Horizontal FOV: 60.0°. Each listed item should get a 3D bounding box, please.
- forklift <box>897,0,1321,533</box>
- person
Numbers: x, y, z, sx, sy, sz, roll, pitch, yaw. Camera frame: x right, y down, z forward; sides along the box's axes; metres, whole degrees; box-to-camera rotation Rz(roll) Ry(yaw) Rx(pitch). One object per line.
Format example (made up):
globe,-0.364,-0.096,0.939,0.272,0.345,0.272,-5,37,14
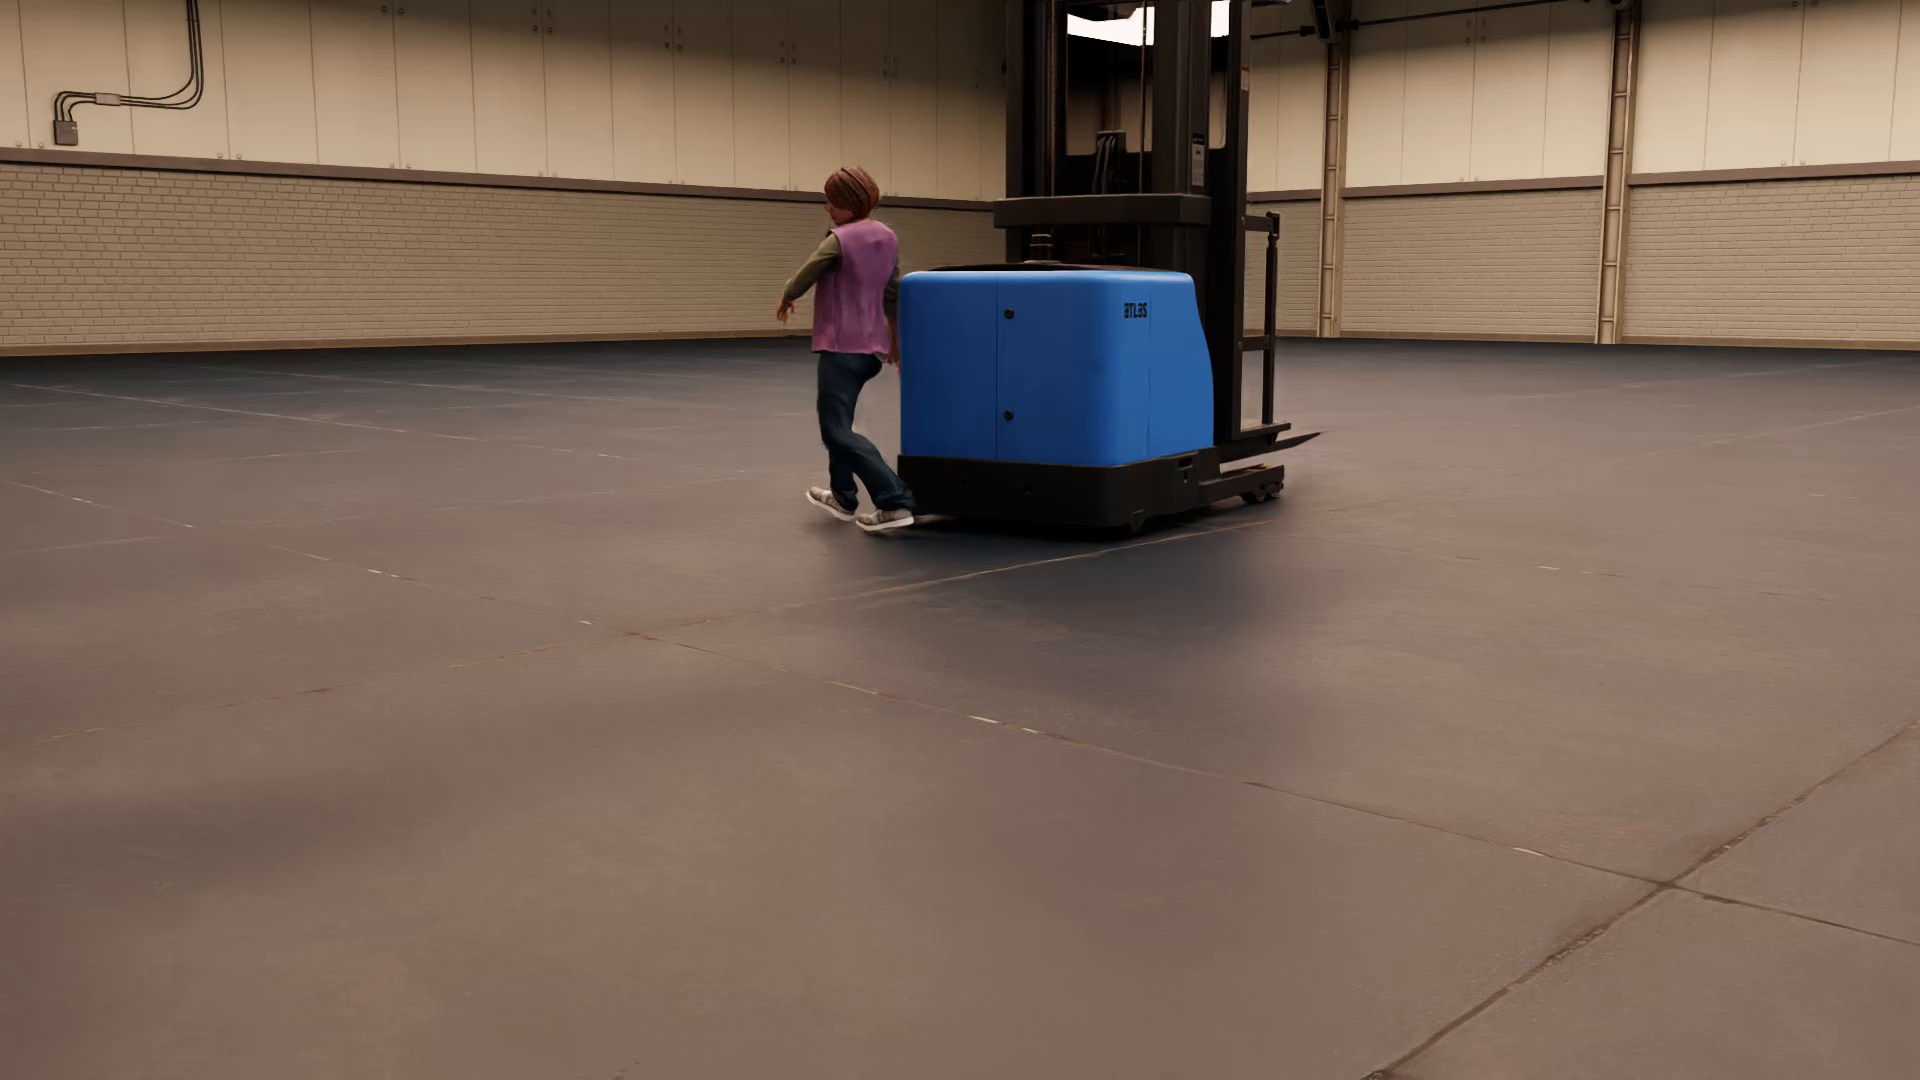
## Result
forklift,0.922,-1.656,7.874,1.130,2.935,3.031,5,10,31
person,-0.439,-0.799,7.022,0.787,1.495,0.593,4,10,26
